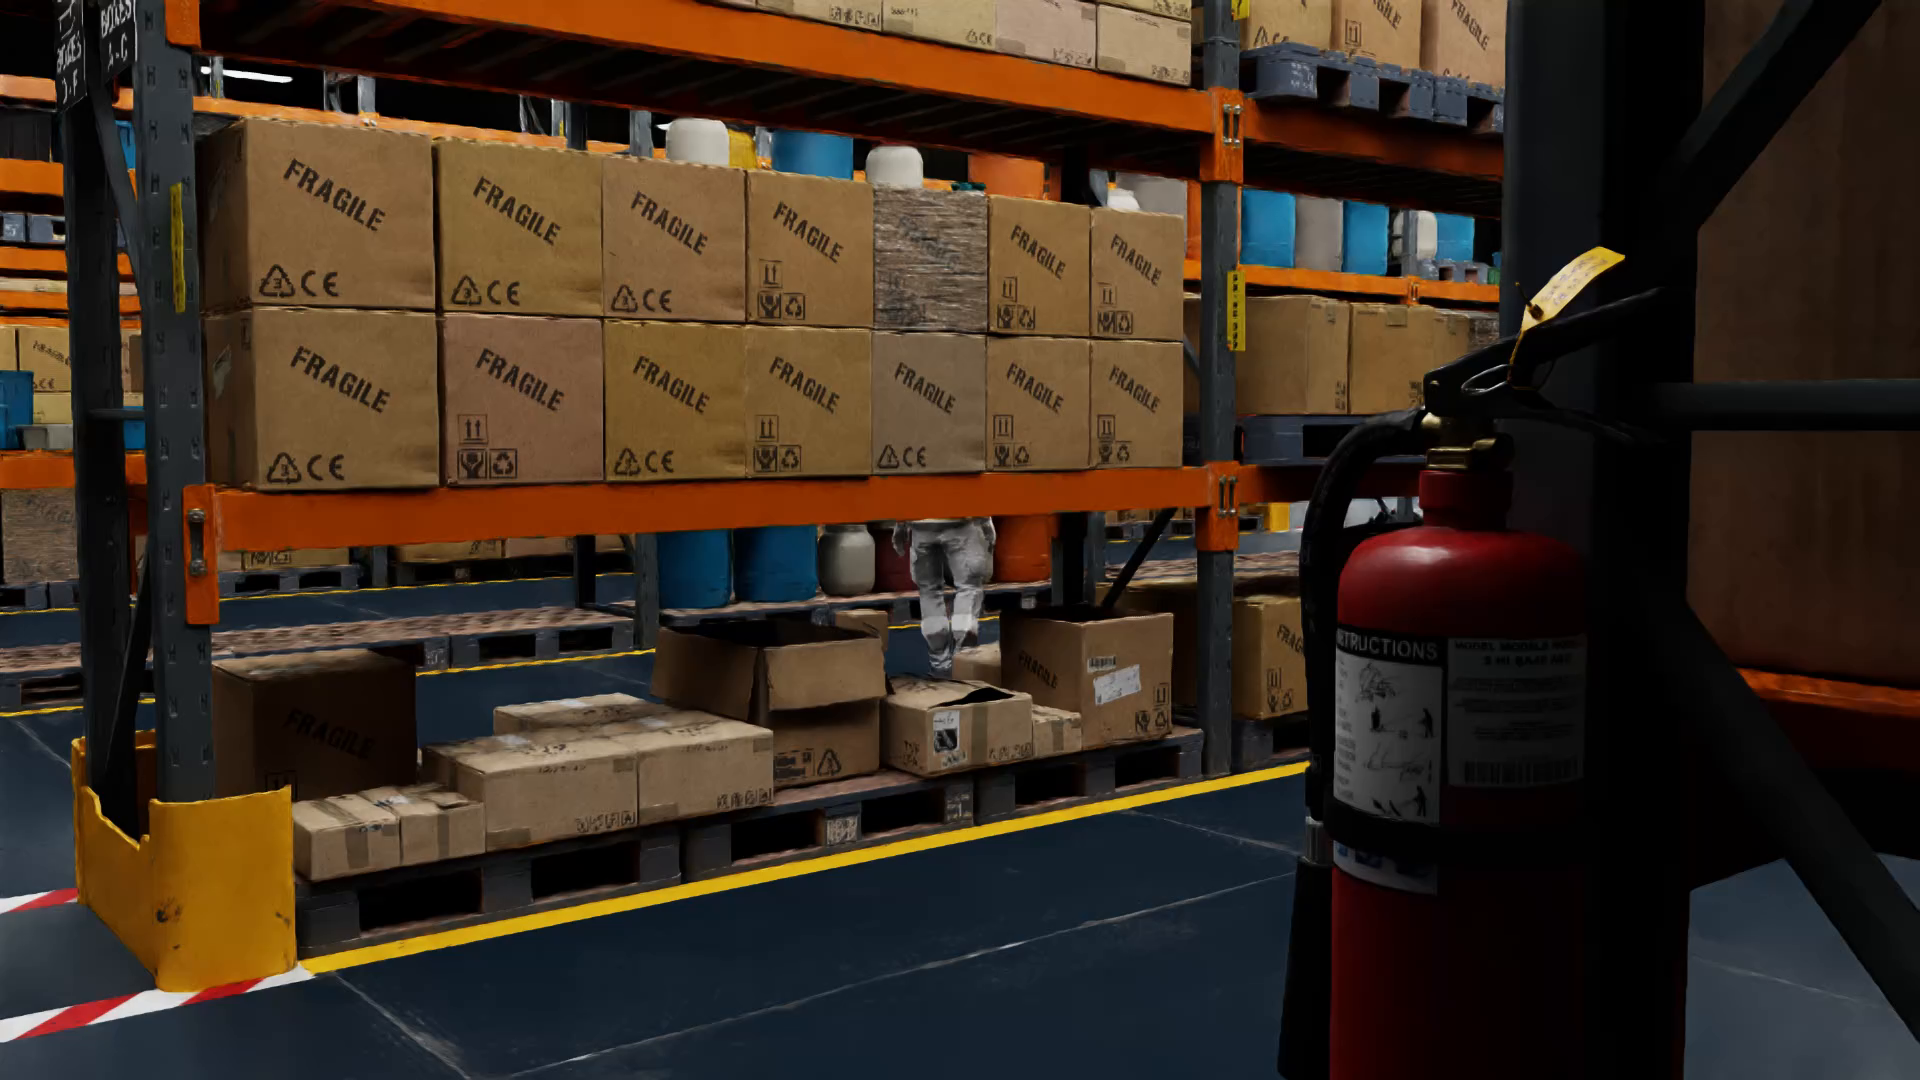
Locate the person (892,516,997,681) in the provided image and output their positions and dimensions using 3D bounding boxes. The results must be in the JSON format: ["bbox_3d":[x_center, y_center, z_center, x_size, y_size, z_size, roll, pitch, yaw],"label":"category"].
[{"bbox_3d":[-0.070,-0.074,9.390,0.721,1.764,0.508,1,4,17],"label":"person"}]
